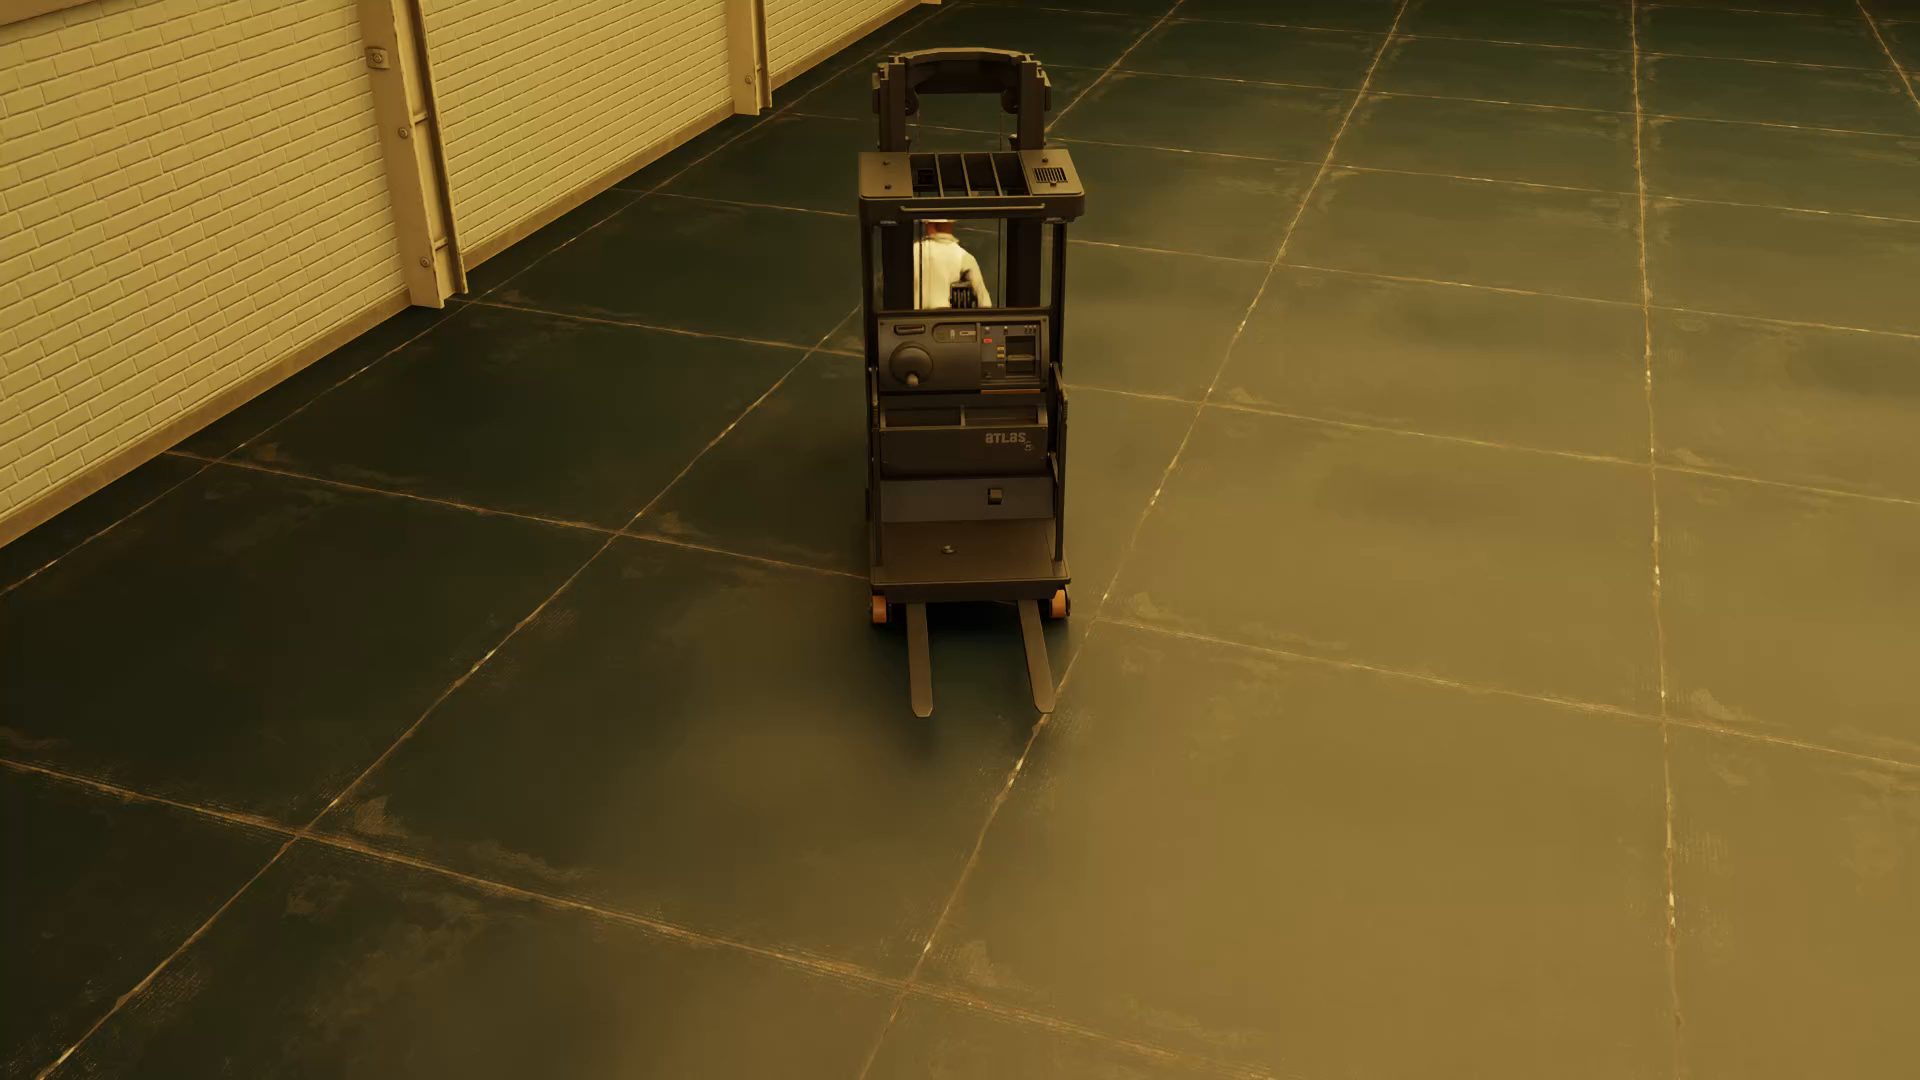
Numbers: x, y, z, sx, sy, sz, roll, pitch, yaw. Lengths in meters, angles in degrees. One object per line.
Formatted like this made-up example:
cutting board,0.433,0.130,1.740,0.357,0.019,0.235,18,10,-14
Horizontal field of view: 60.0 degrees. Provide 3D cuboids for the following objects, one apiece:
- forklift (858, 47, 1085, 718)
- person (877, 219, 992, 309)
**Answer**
forklift,0.035,-0.972,8.842,1.130,2.935,3.031,-2,30,-3
person,-0.124,-1.426,11.044,0.931,1.619,0.541,14,33,24
